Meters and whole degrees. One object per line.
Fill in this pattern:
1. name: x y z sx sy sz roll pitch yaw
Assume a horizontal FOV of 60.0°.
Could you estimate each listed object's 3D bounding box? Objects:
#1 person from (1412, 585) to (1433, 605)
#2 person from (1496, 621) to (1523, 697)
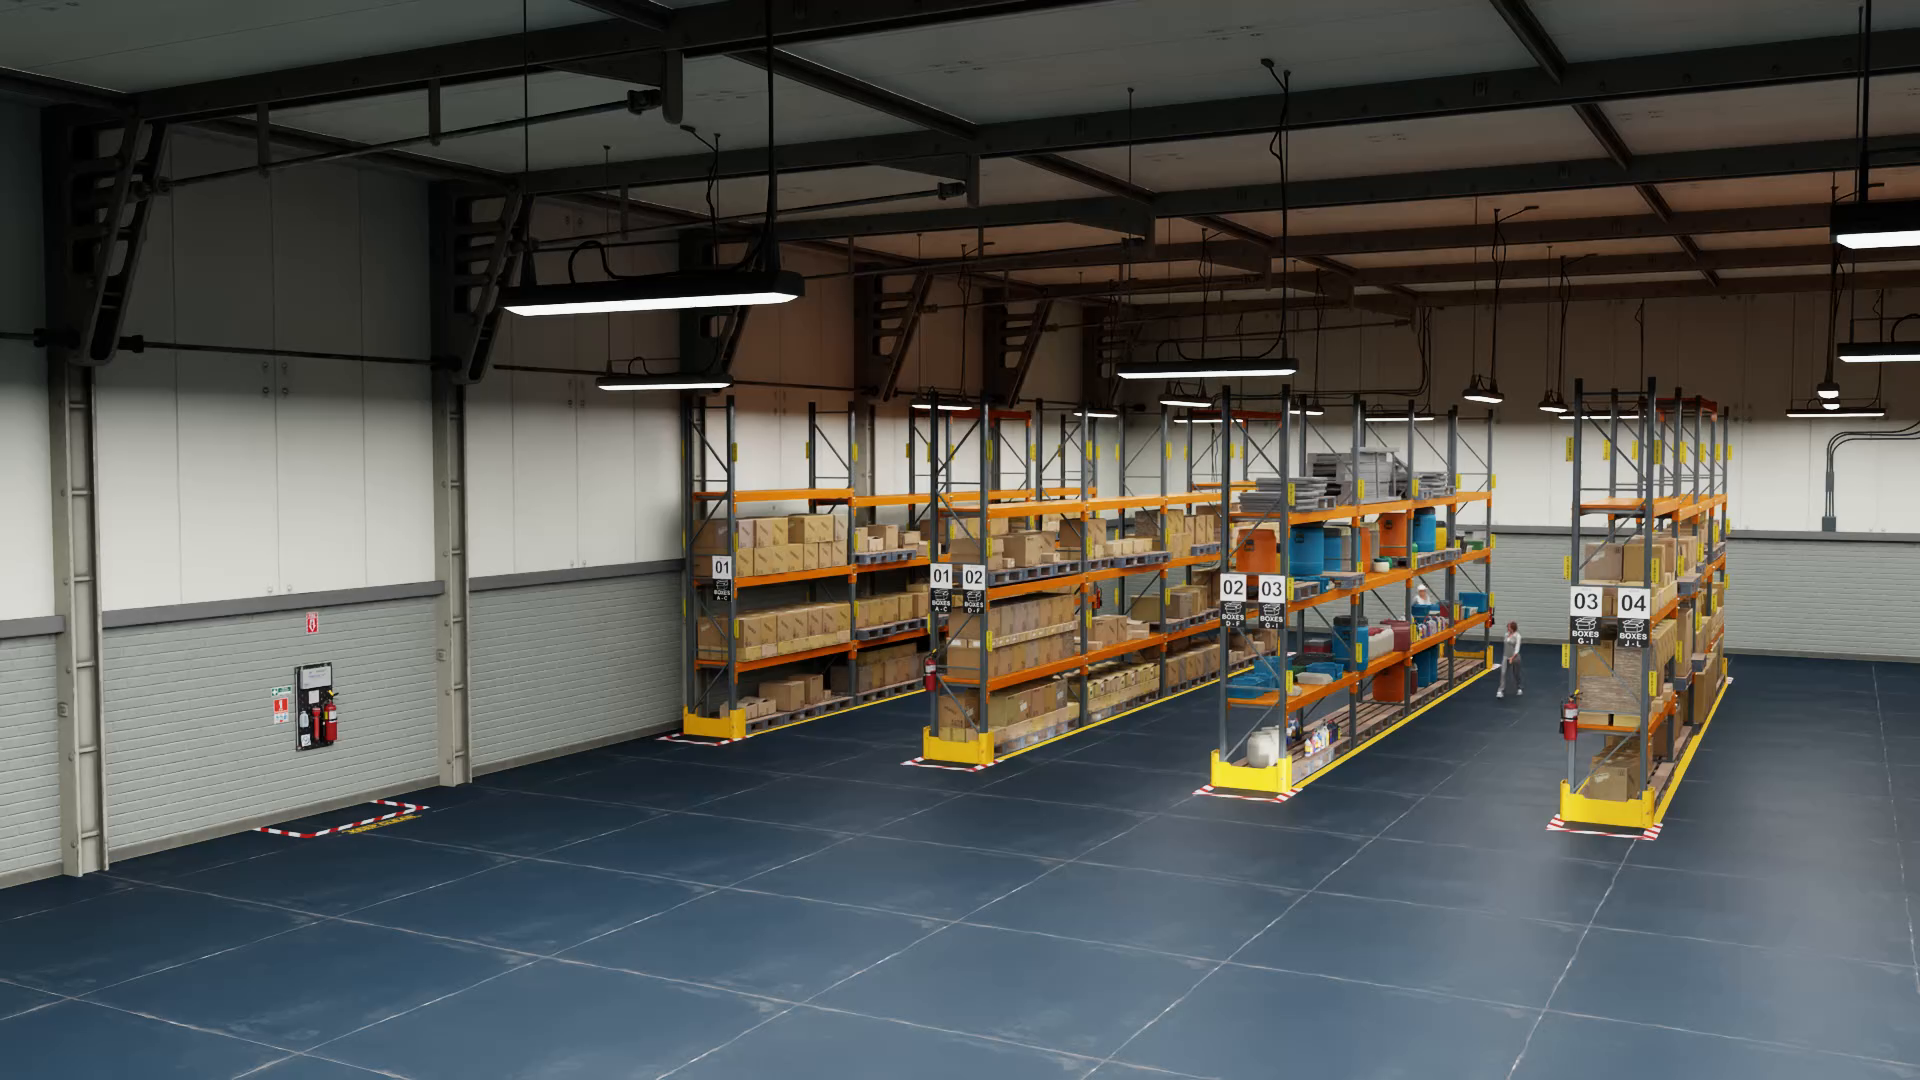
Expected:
1. person: 11.678 1.958 41.921 0.551 1.688 1.027 -1 3 -14
2. person: 11.243 2.427 33.927 0.389 1.537 0.953 3 4 40
